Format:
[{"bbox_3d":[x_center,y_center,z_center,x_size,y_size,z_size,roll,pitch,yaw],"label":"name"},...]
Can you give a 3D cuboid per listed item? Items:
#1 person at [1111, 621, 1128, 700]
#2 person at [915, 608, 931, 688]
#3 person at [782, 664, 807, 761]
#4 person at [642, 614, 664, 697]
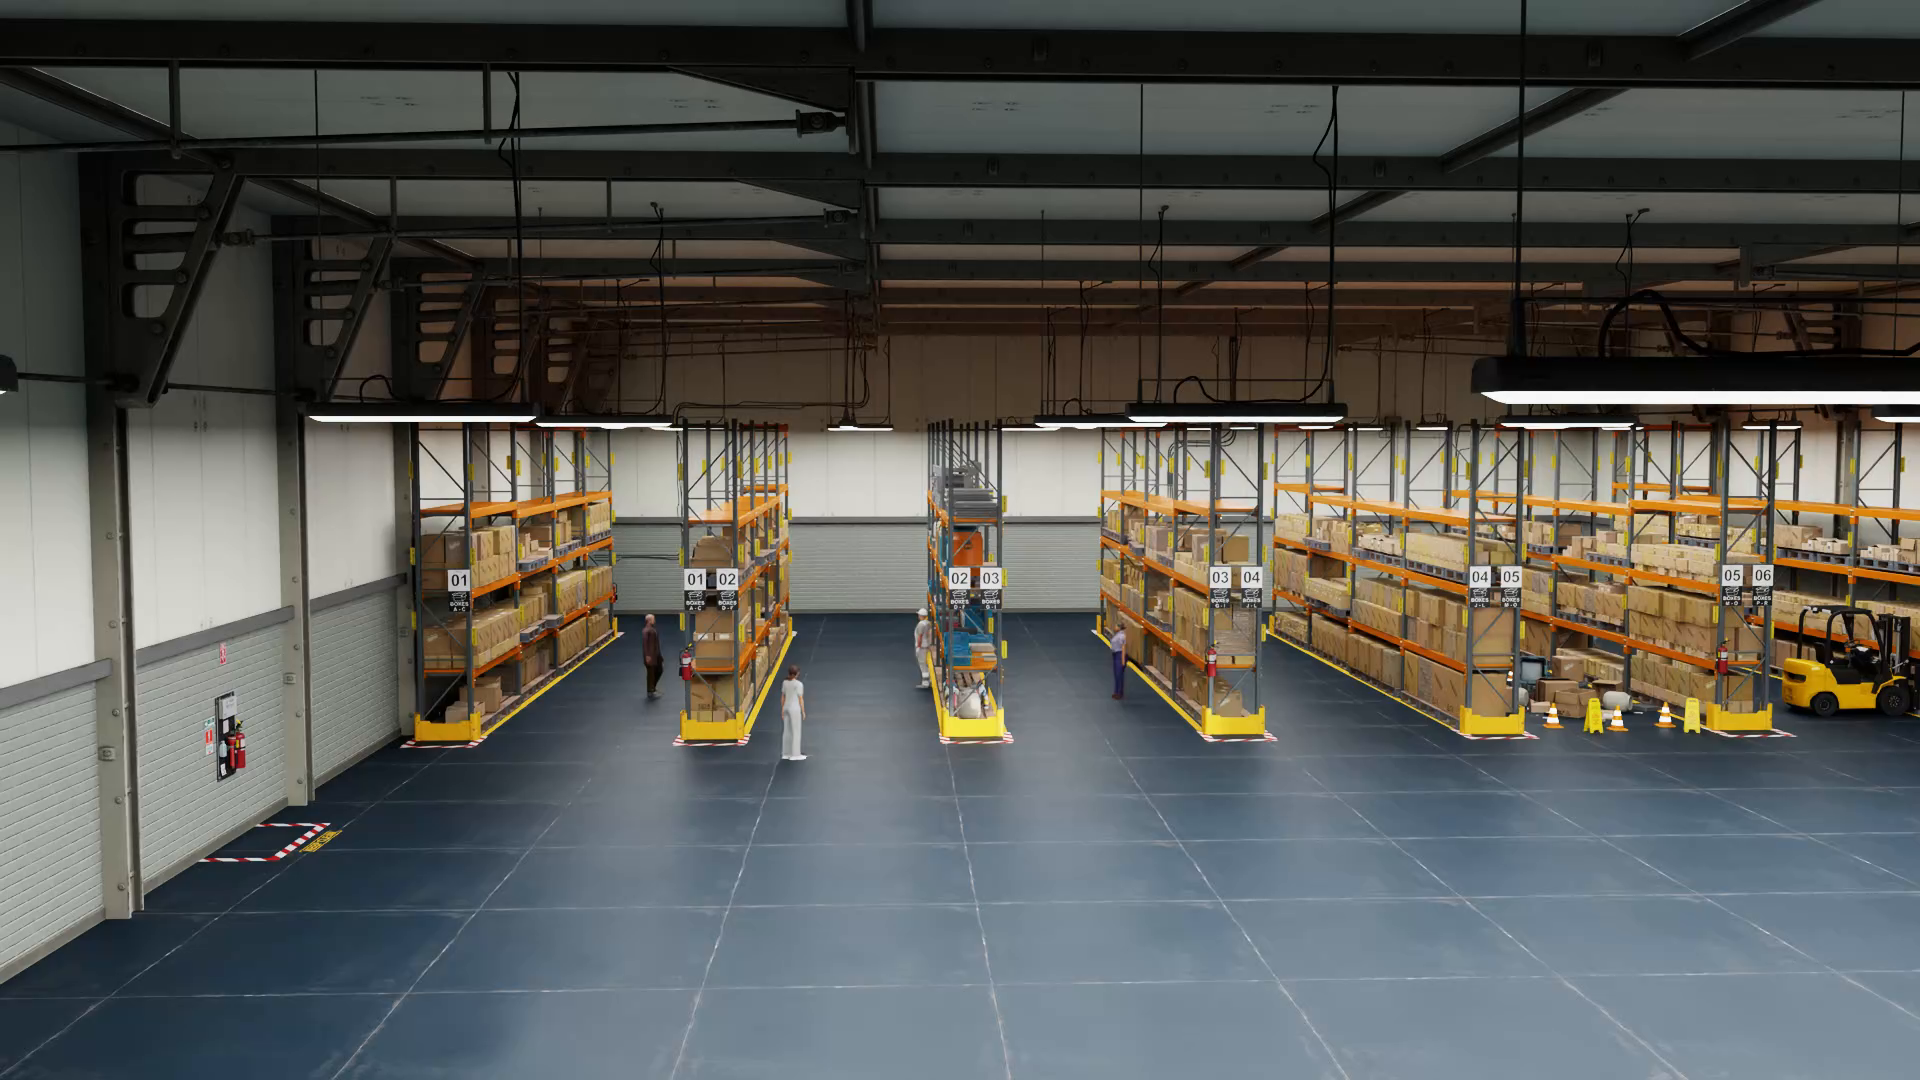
[{"bbox_3d":[3.441,2.613,35.996,0.395,1.670,0.625,0,4,-1],"label":"person"},{"bbox_3d":[-0.832,2.446,37.309,0.357,1.827,0.656,1,4,17],"label":"person"},{"bbox_3d":[-2.926,3.018,29.184,0.339,1.675,0.468,-3,5,-43],"label":"person"},{"bbox_3d":[-6.728,2.522,36.335,0.583,1.802,0.662,1,4,17],"label":"person"}]
